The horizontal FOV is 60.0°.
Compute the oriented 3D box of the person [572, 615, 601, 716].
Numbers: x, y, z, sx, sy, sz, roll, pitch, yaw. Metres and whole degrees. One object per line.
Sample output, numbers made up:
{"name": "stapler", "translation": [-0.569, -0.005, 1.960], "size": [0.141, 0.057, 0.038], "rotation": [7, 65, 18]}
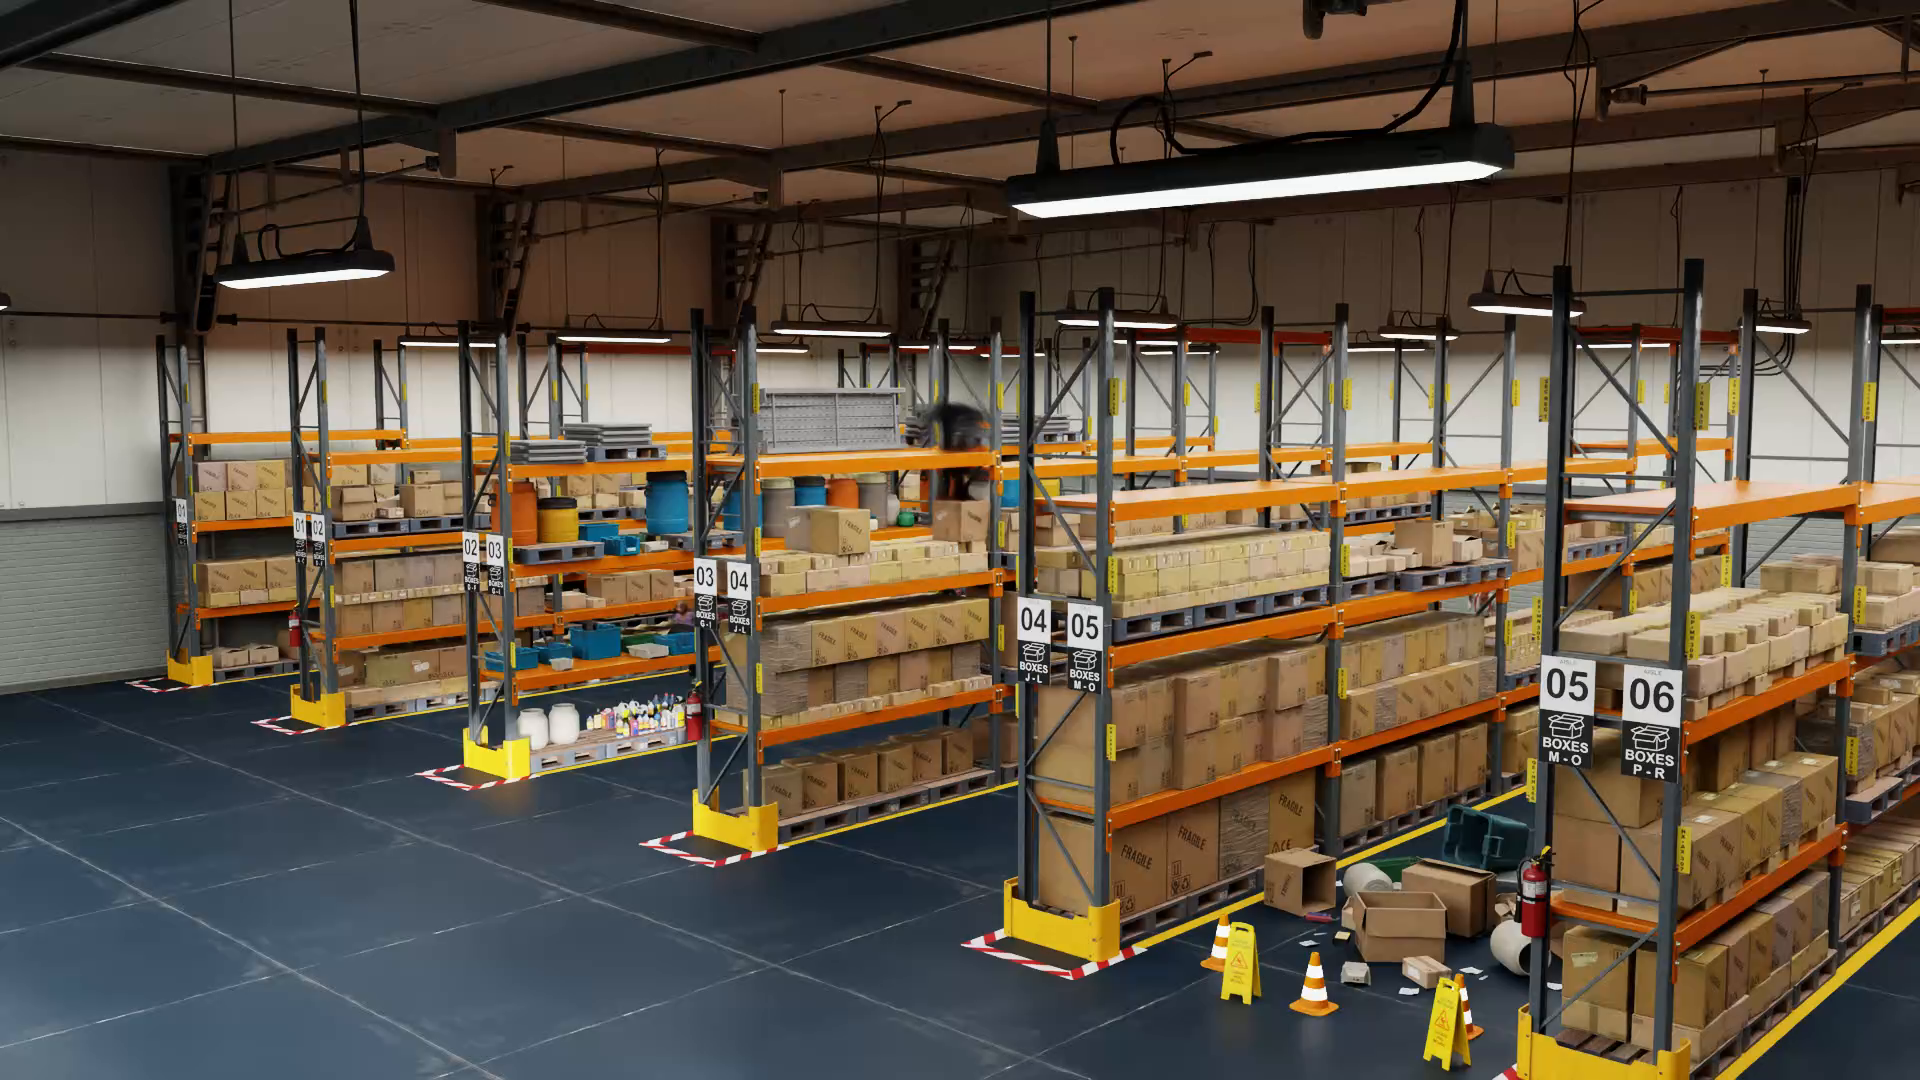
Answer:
{"name": "person", "translation": [-5.793, 1.948, 25.824], "size": [0.512, 1.583, 0.652], "rotation": [2, 6, 20]}

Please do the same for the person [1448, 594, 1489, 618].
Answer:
{"name": "person", "translation": [8.540, 1.653, 28.102], "size": [0.668, 1.820, 0.722], "rotation": [3, 6, 31]}
